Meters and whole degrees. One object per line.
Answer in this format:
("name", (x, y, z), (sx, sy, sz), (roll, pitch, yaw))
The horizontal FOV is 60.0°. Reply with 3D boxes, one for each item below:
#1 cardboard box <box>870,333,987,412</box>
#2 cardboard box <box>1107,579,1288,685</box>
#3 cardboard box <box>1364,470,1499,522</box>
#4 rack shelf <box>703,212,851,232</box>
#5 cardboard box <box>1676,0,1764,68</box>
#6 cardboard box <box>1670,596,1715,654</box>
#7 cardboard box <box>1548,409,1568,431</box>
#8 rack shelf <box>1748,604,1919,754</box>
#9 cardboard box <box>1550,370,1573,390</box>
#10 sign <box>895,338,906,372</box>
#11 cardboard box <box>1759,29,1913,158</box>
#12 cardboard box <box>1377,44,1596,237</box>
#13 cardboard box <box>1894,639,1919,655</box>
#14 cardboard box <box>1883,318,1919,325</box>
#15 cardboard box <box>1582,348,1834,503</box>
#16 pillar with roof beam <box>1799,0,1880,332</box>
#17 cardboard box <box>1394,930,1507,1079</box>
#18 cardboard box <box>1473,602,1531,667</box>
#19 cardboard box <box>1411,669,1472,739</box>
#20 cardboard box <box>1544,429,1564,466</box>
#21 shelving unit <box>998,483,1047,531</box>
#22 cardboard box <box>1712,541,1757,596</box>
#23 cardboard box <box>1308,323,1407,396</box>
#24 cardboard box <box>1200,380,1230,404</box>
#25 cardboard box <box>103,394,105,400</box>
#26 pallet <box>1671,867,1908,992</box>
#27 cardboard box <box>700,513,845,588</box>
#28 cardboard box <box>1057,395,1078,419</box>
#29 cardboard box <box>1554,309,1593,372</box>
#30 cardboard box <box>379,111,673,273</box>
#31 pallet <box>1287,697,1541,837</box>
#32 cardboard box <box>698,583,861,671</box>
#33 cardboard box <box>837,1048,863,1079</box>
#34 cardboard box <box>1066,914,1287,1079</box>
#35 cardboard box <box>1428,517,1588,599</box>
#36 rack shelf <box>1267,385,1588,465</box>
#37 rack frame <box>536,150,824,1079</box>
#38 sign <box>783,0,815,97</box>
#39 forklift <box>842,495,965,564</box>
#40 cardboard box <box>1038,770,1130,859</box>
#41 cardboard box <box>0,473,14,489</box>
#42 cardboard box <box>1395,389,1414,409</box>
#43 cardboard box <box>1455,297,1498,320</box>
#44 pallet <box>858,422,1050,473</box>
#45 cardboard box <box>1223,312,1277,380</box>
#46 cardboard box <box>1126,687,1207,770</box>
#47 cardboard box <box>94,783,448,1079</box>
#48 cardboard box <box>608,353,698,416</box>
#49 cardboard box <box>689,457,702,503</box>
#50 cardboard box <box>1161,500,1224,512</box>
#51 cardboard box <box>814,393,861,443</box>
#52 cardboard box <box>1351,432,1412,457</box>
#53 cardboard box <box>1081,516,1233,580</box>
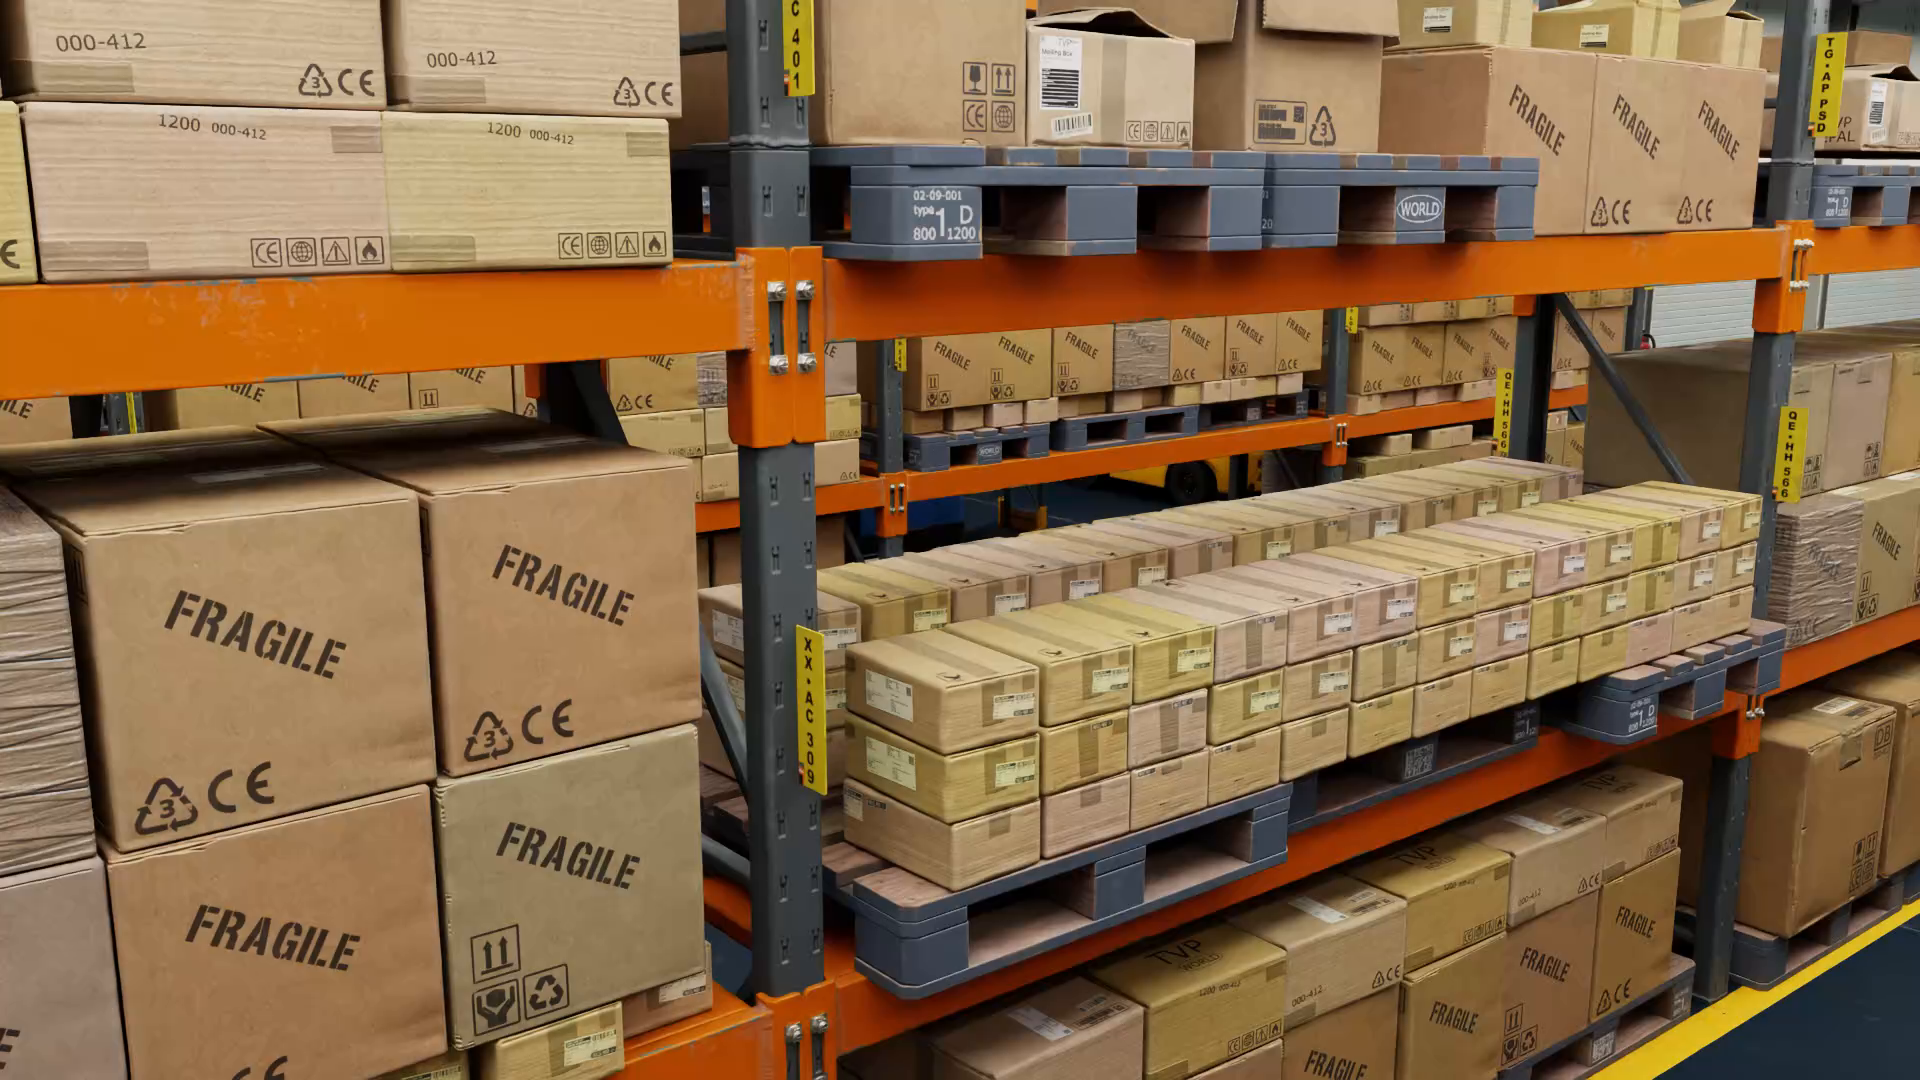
("cardboard box", (-0.190, -1.060, 9.932), (0.500, 0.500, 0.500), (-10, 16, -39))
("cardboard box", (0.569, 0.217, 4.046), (0.250, 0.149, 0.380), (-10, 15, -38))
("cardboard box", (1.601, -0.128, 5.673), (0.250, 0.149, 0.380), (-10, 15, -38))
("rack shelf", (-2.247, -1.495, 8.460), (4.000, 0.370, 1.077), (-9, 15, -38))
("cardboard box", (2.332, -1.646, 5.352), (0.258, 0.266, 0.396), (-9, 15, -38))
("cardboard box", (2.193, 0.238, 5.379), (0.250, 0.149, 0.380), (-9, 15, -38))
("cardboard box", (4.854, -1.017, 13.940), (0.250, 0.149, 0.380), (-9, 15, -36))
("rack shelf", (4.047, 0.243, 7.497), (4.000, 0.370, 1.077), (-9, 15, -38))
("cardboard box", (4.879, -1.352, 13.881), (0.250, 0.149, 0.380), (-9, 15, -37))
("sign", (-0.336, -1.116, 9.377), (0.005, 0.325, 0.100), (-9, 15, -38))
("cardboard box", (3.668, -1.891, 7.100), (0.500, 0.500, 0.500), (-9, 15, -38))
("cardboard box", (1.423, -1.119, 4.717), (0.500, 0.500, 0.500), (-9, 15, -38))
("cardboard box", (4.425, 0.746, 7.799), (0.750, 0.750, 1.050), (-9, 15, -38))
("cardboard box", (4.825, -0.774, 7.906), (0.500, 0.500, 0.700), (-10, 15, -39))
("cardboard box", (2.842, -0.444, 6.352), (0.500, 0.500, 0.700), (-10, 15, -38))
("pillar with roof beam", (18.096, -7.110, 25.948), (0.548, 9.000, 9.100), (-9, 15, -38))
("cardboard box", (1.325, 1.433, 5.164), (0.500, 0.500, 0.500), (-10, 16, -40))
("cardboard box", (1.379, 0.228, 4.712), (0.250, 0.149, 0.380), (-9, 15, -36))
("cardboard box", (1.172, 0.408, 4.581), (0.250, 0.149, 0.380), (-10, 16, -40))
("cardboard box", (4.693, -0.690, 13.961), (0.500, 0.500, 0.500), (-9, 15, -36))
("shelving unit", (0.151, -0.759, 14.090), (1.083, 1.500, 0.587), (-9, 15, -37))
("cardboard box", (2.384, 0.060, 5.502), (0.250, 0.149, 0.380), (-9, 15, -37))
("cardboard box", (2.956, -1.365, 12.378), (0.500, 0.500, 0.500), (-9, 15, -38))
("cardboard box", (1.616, -1.025, 11.329), (0.250, 0.149, 0.380), (-9, 15, -37))
("cardboard box", (-5.991, -1.273, 11.651), (0.500, 0.500, 0.700), (-9, 15, -37))
("pallet", (3.148, 1.424, 6.913), (1.213, 0.211, 1.003), (-9, 15, -38))
("cardboard box", (-1.277, 0.271, 9.737), (0.875, 0.875, 0.875), (-10, 15, -38))
("cardboard box", (0.536, -0.870, 10.596), (0.250, 0.149, 0.380), (-8, 15, -34))
("cardboard box", (4.916, -1.693, 13.922), (0.500, 0.500, 0.500), (-9, 15, -38))
("cardboard box", (-0.852, -0.617, 2.953), (0.500, 0.250, 0.500), (-9, 15, -36))
("pallet", (0.966, 0.508, 4.979), (1.213, 0.211, 1.003), (-9, 15, -38))
("cardboard box", (-0.446, 0.212, 4.070), (0.250, 0.149, 0.380), (-9, 15, -35))
("cardboard box", (-0.214, 1.182, 4.542), (0.500, 0.250, 0.500), (-10, 16, -39))
("cardboard box", (0.519, 1.197, 4.470), (0.500, 0.250, 0.500), (-9, 15, -36))
("cardboard box", (1.589, 0.046, 4.850), (0.250, 0.149, 0.380), (-9, 15, -38))
("rack shelf", (4.000, -1.066, 13.660), (4.000, 0.370, 1.077), (-9, 15, -38))
("rack frame", (-0.638, 0.669, 3.755), (0.127, 3.000, 1.000), (-9, 15, -38))
("sign", (-0.293, -0.964, 2.980), (0.005, 0.325, 0.100), (-9, 15, -38))
("forklift", (-1.428, -1.185, 12.651), (3.031, 2.935, 1.130), (-9, 15, -37))
("cardboard box", (0.170, 0.573, 3.801), (0.250, 0.149, 0.380), (-9, 15, -37))
("cardboard box", (-1.950, 0.135, 2.908), (0.500, 0.500, 0.500), (-9, 15, -37))
("cardboard box", (3.238, -1.105, 12.716), (0.250, 0.149, 0.380), (-10, 15, -38))
("cardboard box", (3.738, -1.987, 12.903), (0.500, 0.500, 0.700), (-10, 15, -39))
("pallet", (-0.196, -0.655, 10.456), (1.003, 0.211, 1.213), (-9, 15, -38))
("cardboard box", (1.834, -1.397, 11.517), (0.500, 0.500, 0.500), (-9, 15, -37))
("cardboard box", (0.360, 0.397, 3.914), (0.250, 0.149, 0.380), (-9, 15, -36))
("cardboard box", (-1.245, 0.651, 2.886), (0.500, 0.500, 0.500), (-10, 16, -39))
("cardboard box", (-1.713, -0.937, 8.671), (0.500, 0.500, 0.500), (-9, 15, -38))
("cardboard box", (-1.711, -0.327, 8.807), (0.500, 0.250, 0.500), (-10, 15, -38))
("cardboard box", (2.030, -0.010, 12.270), (0.625, 0.372, 0.950), (-9, 15, -37))
("cardboard box", (-0.905, -0.707, 9.392), (0.500, 0.250, 0.500), (-10, 15, -38))
("cardboard box", (3.202, -0.742, 12.645), (0.250, 0.149, 0.380), (-9, 15, -37))
("cardboard box", (0.572, 0.043, 4.866), (0.250, 0.149, 0.380), (-10, 16, -40))
